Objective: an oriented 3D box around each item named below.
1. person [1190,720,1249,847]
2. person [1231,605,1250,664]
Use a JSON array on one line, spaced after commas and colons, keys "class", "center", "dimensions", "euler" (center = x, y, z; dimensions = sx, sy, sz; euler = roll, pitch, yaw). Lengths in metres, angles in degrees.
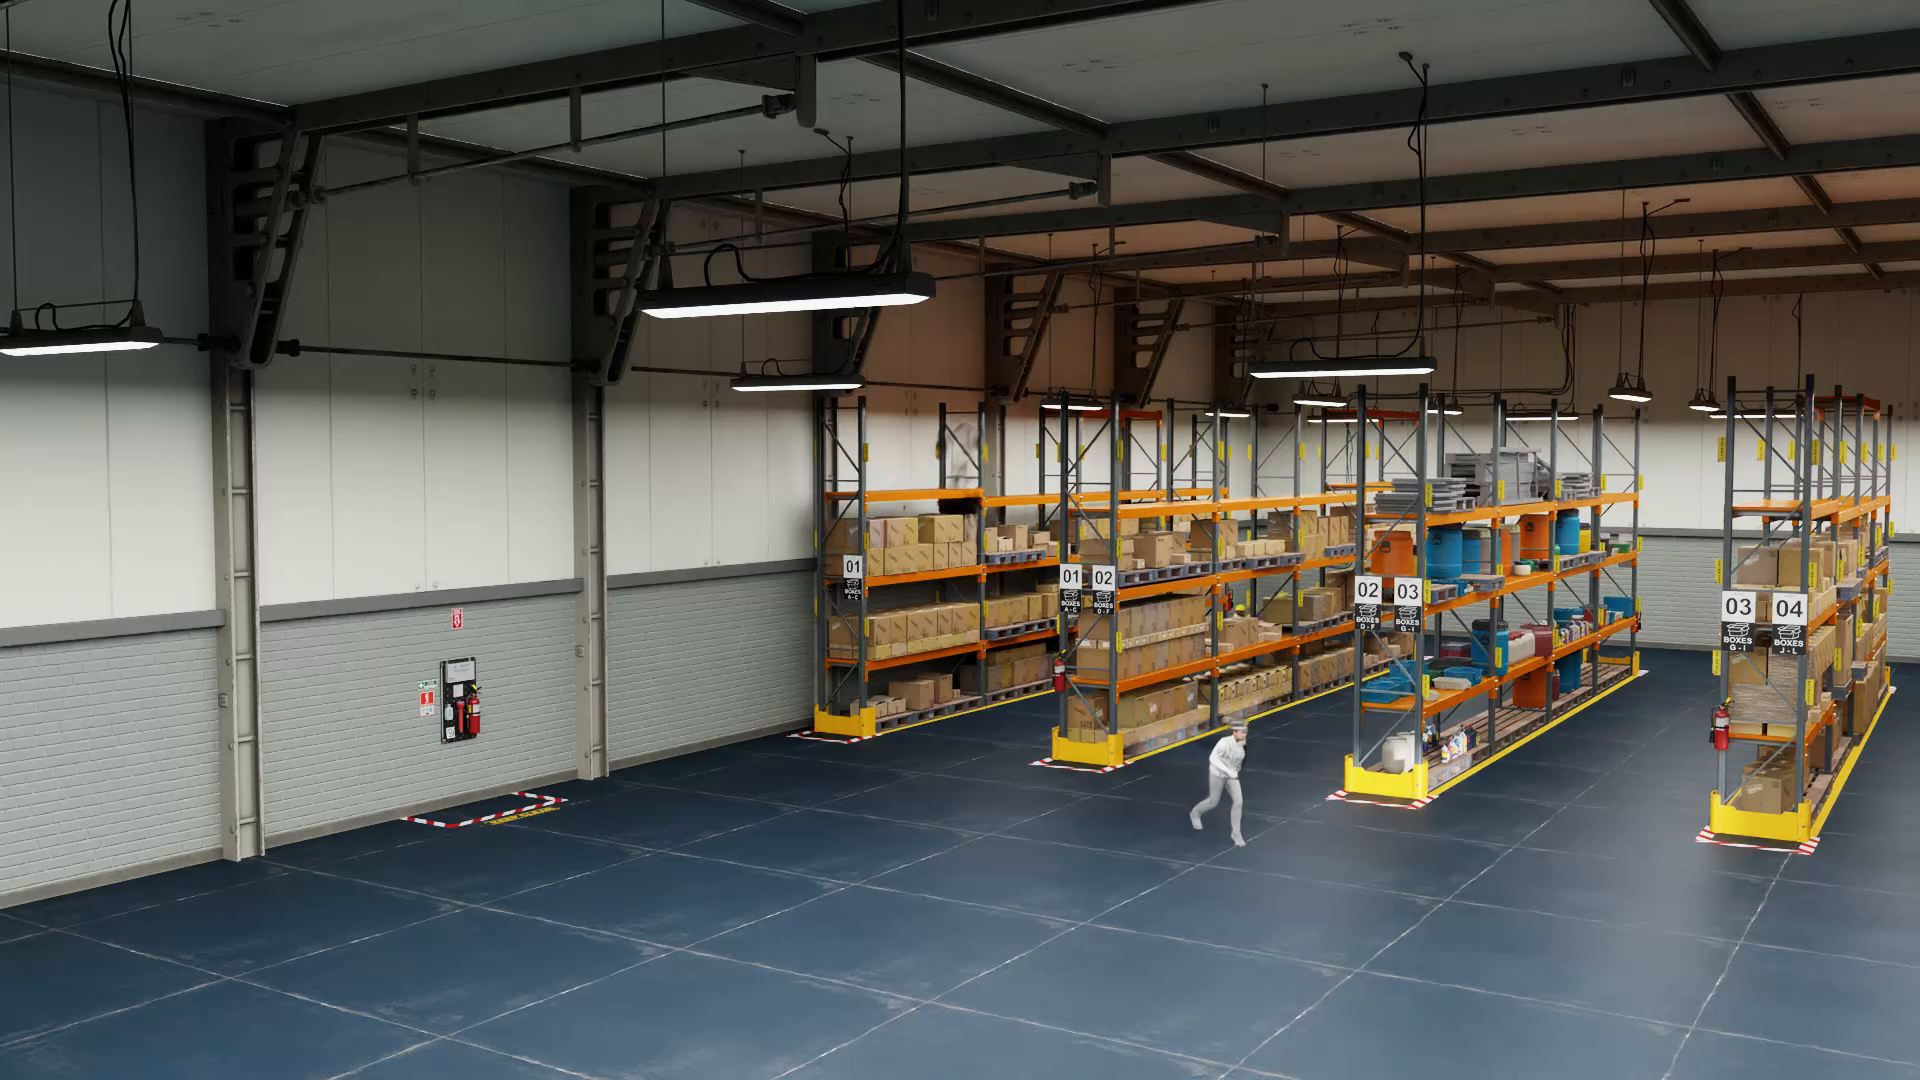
[{"class": "person", "center": [3.362, 3.095, 21.525], "dimensions": [0.653, 1.629, 0.979], "euler": [-3, 4, -40]}, {"class": "person", "center": [6.218, 2.249, 36.658], "dimensions": [0.689, 1.685, 0.735], "euler": [1, 3, 26]}]
